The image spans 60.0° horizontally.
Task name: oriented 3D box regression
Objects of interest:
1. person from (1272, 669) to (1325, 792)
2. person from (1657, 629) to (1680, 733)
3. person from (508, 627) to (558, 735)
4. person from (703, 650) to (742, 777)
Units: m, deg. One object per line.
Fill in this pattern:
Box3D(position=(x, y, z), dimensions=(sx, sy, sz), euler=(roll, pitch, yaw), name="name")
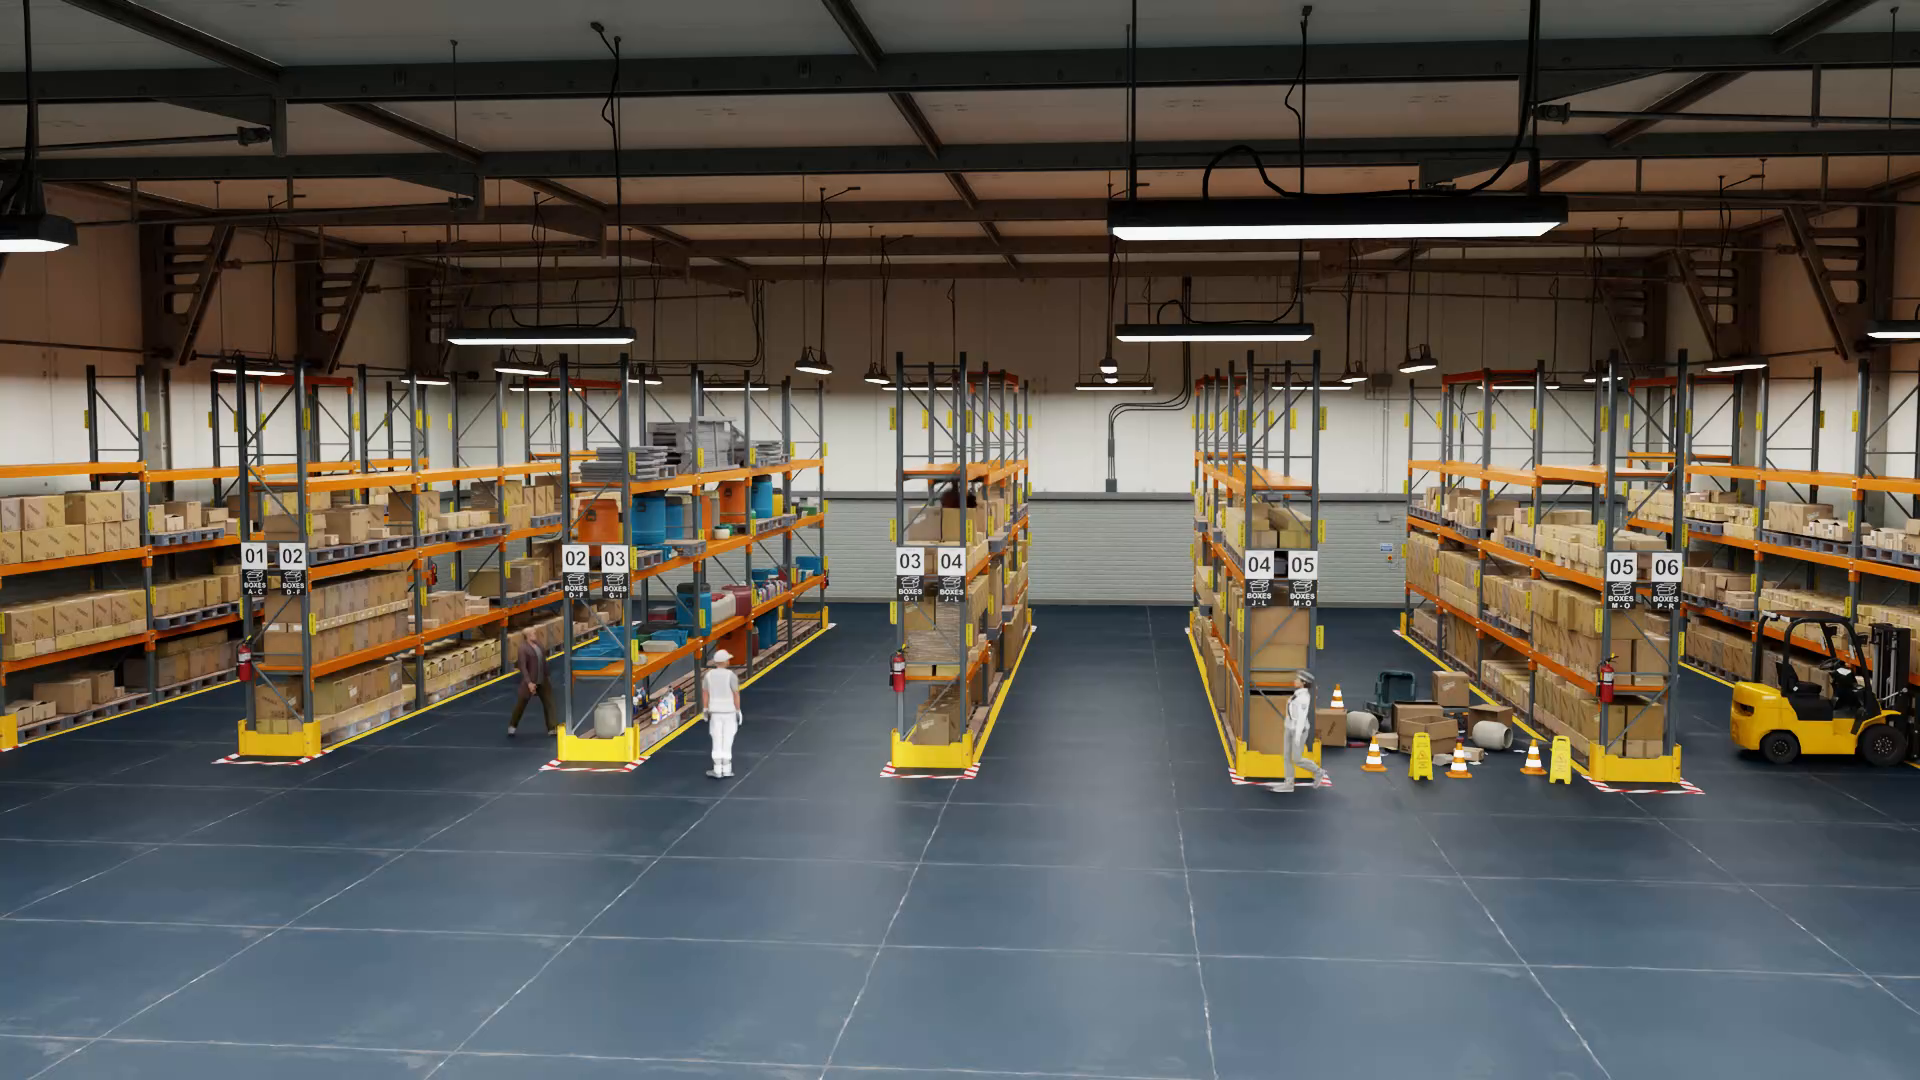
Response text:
Box3D(position=(4.574, 2.567, 22.368), dimensions=(0.647, 1.677, 0.484), euler=(-1, 4, -18), name="person")
Box3D(position=(11.362, 2.273, 26.794), dimensions=(0.442, 1.684, 0.548), euler=(3, 5, 33), name="person")
Box3D(position=(-6.772, 2.251, 26.505), dimensions=(0.988, 1.743, 0.687), euler=(3, 5, 36), name="person")
Box3D(position=(-3.356, 2.444, 23.446), dimensions=(0.620, 1.810, 0.387), euler=(1, 4, 11), name="person")
